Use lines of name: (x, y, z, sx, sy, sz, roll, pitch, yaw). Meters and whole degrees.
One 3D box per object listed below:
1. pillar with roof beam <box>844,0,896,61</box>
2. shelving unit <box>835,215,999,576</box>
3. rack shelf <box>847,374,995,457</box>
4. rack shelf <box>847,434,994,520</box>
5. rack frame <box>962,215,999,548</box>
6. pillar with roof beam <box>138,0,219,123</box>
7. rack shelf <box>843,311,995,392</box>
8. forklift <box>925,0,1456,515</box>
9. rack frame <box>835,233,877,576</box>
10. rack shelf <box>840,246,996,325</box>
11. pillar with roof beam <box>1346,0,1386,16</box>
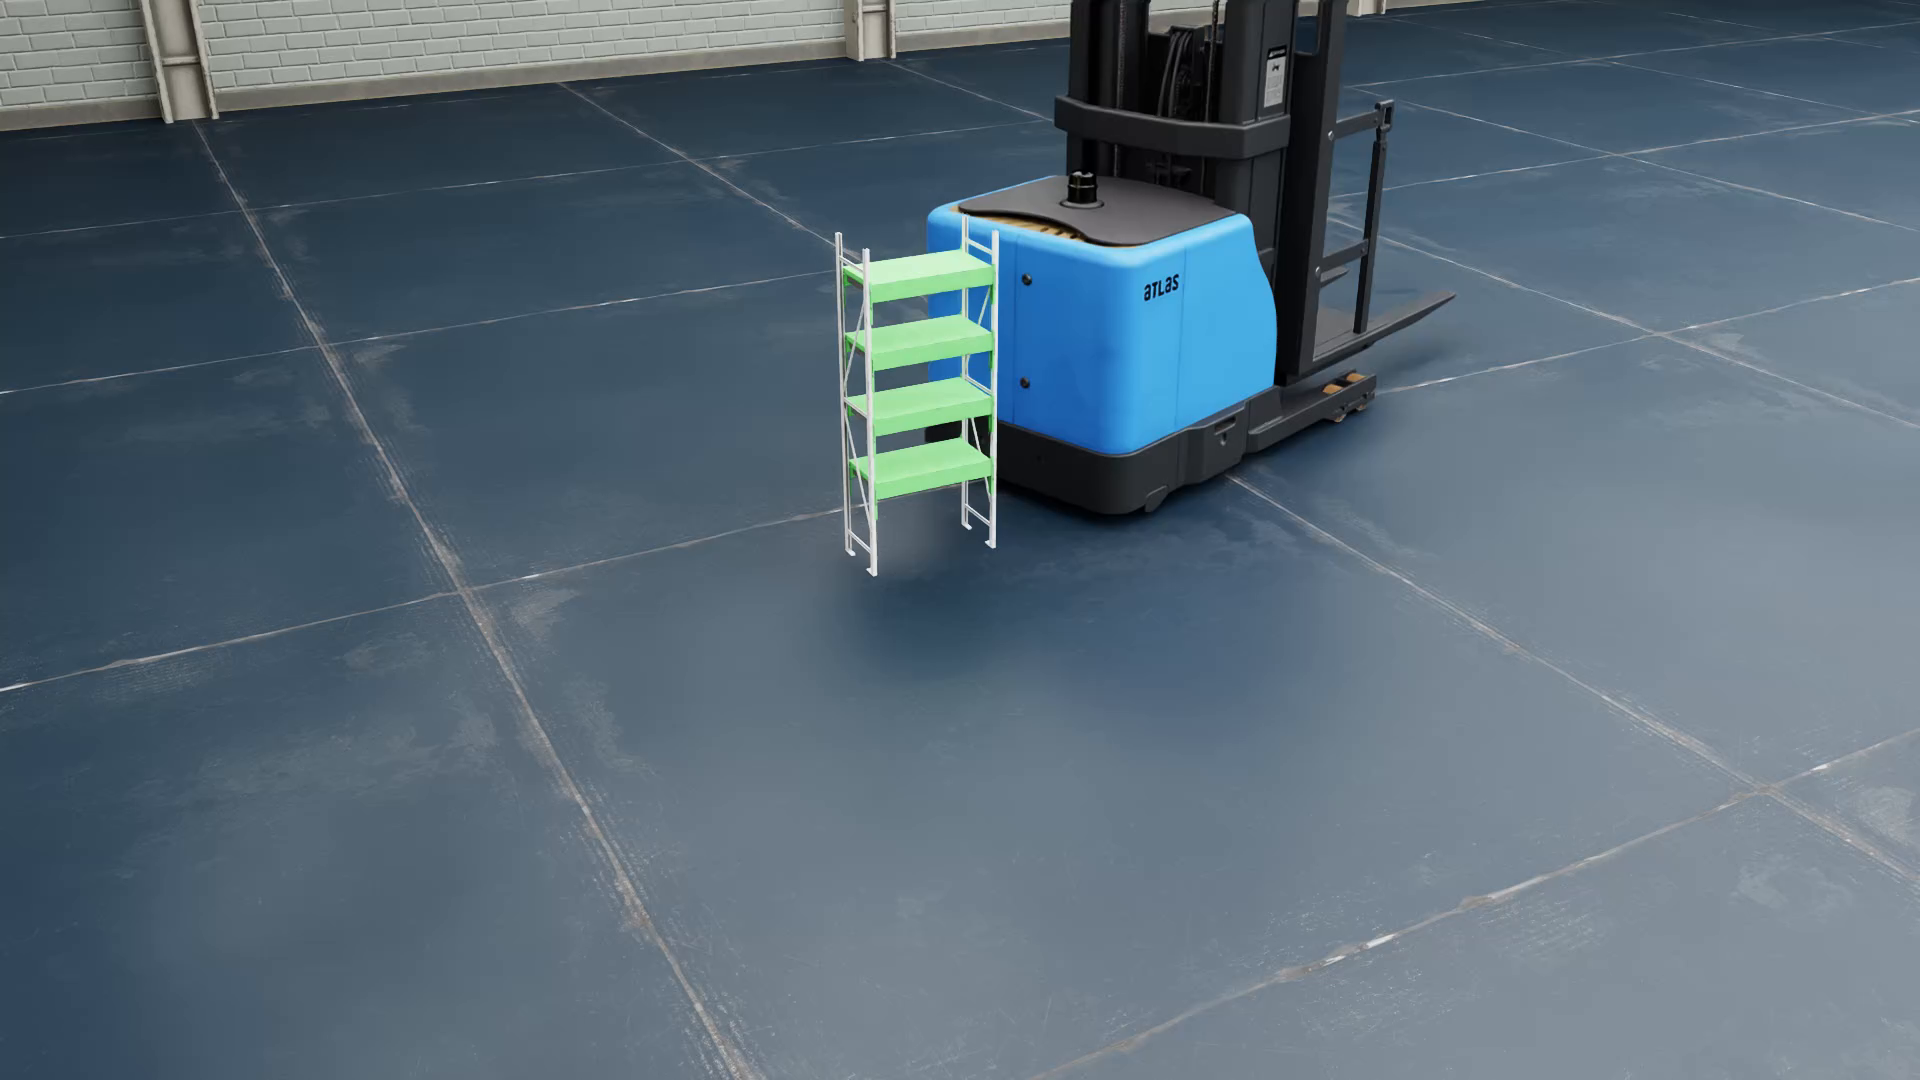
pillar with roof beam: (1.175, -7.010, 10.454, 0.400, 9.000, 9.100, -13, 29, -25)
shelving unit: (-0.146, -0.507, 5.920, 0.503, 1.200, 0.258, -13, 29, -25)
rack shelf: (-0.146, -0.450, 5.948, 0.480, 0.148, 0.258, -13, 29, -25)
rack shelf: (-0.146, -0.233, 6.052, 0.480, 0.148, 0.258, -13, 29, -25)
rack frame: (0.069, -0.557, 6.024, 0.015, 1.200, 0.240, -13, 29, -25)
pillar with roof beam: (-4.119, -5.788, 7.909, 0.400, 9.000, 9.100, -13, 29, -25)
rack shelf: (-0.146, -0.666, 5.844, 0.480, 0.148, 0.258, -13, 29, -25)
forklift: (1.218, -1.970, 6.967, 1.130, 2.935, 3.031, 21, 33, 37)
rack frame: (-0.361, -0.457, 5.817, 0.015, 1.200, 0.240, -13, 29, -25)
rack shelf: (-0.146, -0.882, 5.740, 0.480, 0.148, 0.258, -13, 29, -25)
pillar with roof beam: (6.470, -8.232, 12.999, 0.400, 9.000, 9.100, -13, 29, -25)
